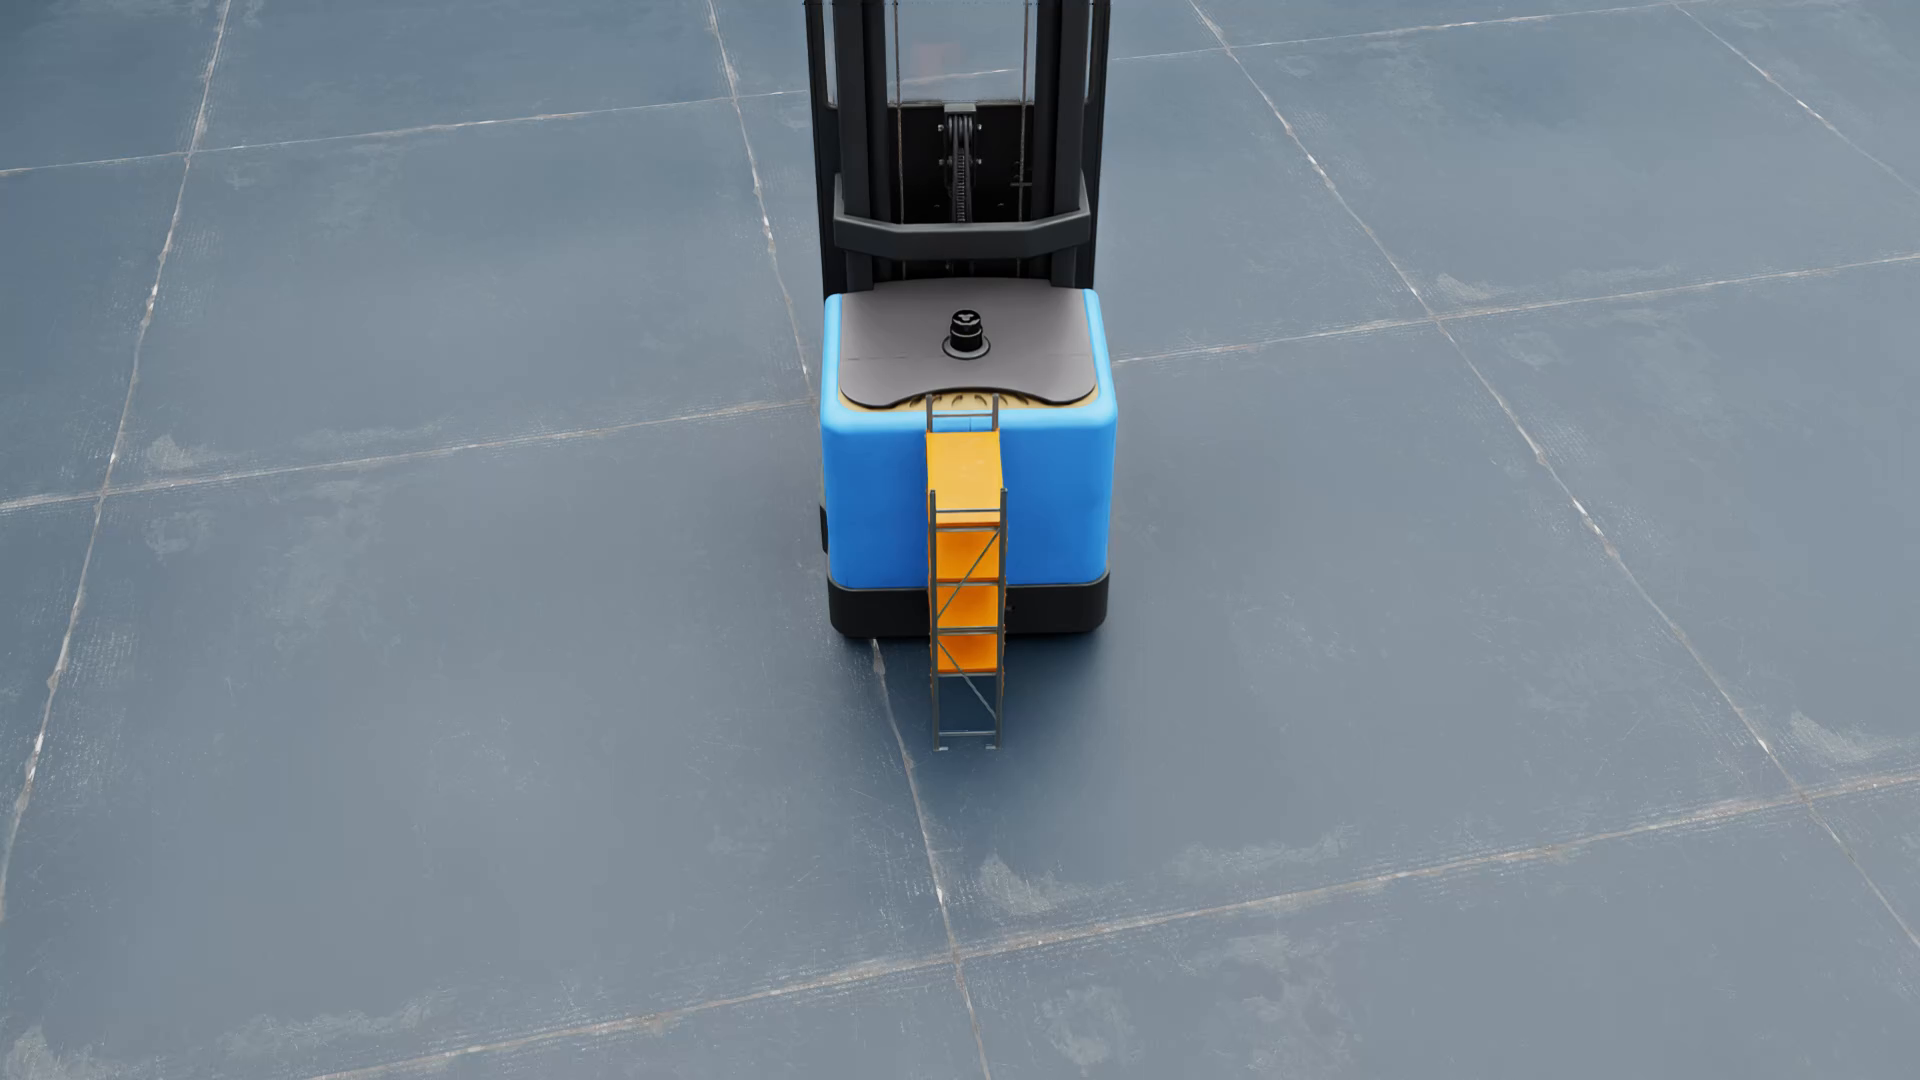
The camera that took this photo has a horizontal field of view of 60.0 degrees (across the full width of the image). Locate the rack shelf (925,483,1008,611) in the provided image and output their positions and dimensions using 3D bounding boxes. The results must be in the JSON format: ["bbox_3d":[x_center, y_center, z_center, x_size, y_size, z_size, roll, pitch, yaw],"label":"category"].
[{"bbox_3d":[0.017,0.016,5.592,0.258,0.148,0.480,-1,42,-2],"label":"rack shelf"}]

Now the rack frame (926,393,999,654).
[{"bbox_3d":[0.008,-0.029,5.878,0.240,1.200,0.015,-1,42,-2],"label":"rack frame"}]

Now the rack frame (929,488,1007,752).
[{"bbox_3d":[0.025,0.295,5.514,0.240,1.200,0.015,-1,42,-2],"label":"rack frame"}]

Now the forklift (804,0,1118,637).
[{"bbox_3d":[-0.017,-1.692,6.448,1.130,2.935,3.031,-1,42,-2],"label":"forklift"}]

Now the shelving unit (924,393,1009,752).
[{"bbox_3d":[0.017,0.133,5.696,0.258,1.200,0.503,-1,42,-2],"label":"shelving unit"}]

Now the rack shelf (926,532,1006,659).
[{"bbox_3d":[0.017,0.184,5.741,0.258,0.148,0.480,-1,42,-2],"label":"rack shelf"}]

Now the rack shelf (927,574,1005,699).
[{"bbox_3d":[0.017,0.332,5.873,0.258,0.148,0.480,-1,42,-2],"label":"rack shelf"}]

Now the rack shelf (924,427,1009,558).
[{"bbox_3d":[0.017,-0.161,5.435,0.258,0.148,0.480,-1,42,-2],"label":"rack shelf"}]
